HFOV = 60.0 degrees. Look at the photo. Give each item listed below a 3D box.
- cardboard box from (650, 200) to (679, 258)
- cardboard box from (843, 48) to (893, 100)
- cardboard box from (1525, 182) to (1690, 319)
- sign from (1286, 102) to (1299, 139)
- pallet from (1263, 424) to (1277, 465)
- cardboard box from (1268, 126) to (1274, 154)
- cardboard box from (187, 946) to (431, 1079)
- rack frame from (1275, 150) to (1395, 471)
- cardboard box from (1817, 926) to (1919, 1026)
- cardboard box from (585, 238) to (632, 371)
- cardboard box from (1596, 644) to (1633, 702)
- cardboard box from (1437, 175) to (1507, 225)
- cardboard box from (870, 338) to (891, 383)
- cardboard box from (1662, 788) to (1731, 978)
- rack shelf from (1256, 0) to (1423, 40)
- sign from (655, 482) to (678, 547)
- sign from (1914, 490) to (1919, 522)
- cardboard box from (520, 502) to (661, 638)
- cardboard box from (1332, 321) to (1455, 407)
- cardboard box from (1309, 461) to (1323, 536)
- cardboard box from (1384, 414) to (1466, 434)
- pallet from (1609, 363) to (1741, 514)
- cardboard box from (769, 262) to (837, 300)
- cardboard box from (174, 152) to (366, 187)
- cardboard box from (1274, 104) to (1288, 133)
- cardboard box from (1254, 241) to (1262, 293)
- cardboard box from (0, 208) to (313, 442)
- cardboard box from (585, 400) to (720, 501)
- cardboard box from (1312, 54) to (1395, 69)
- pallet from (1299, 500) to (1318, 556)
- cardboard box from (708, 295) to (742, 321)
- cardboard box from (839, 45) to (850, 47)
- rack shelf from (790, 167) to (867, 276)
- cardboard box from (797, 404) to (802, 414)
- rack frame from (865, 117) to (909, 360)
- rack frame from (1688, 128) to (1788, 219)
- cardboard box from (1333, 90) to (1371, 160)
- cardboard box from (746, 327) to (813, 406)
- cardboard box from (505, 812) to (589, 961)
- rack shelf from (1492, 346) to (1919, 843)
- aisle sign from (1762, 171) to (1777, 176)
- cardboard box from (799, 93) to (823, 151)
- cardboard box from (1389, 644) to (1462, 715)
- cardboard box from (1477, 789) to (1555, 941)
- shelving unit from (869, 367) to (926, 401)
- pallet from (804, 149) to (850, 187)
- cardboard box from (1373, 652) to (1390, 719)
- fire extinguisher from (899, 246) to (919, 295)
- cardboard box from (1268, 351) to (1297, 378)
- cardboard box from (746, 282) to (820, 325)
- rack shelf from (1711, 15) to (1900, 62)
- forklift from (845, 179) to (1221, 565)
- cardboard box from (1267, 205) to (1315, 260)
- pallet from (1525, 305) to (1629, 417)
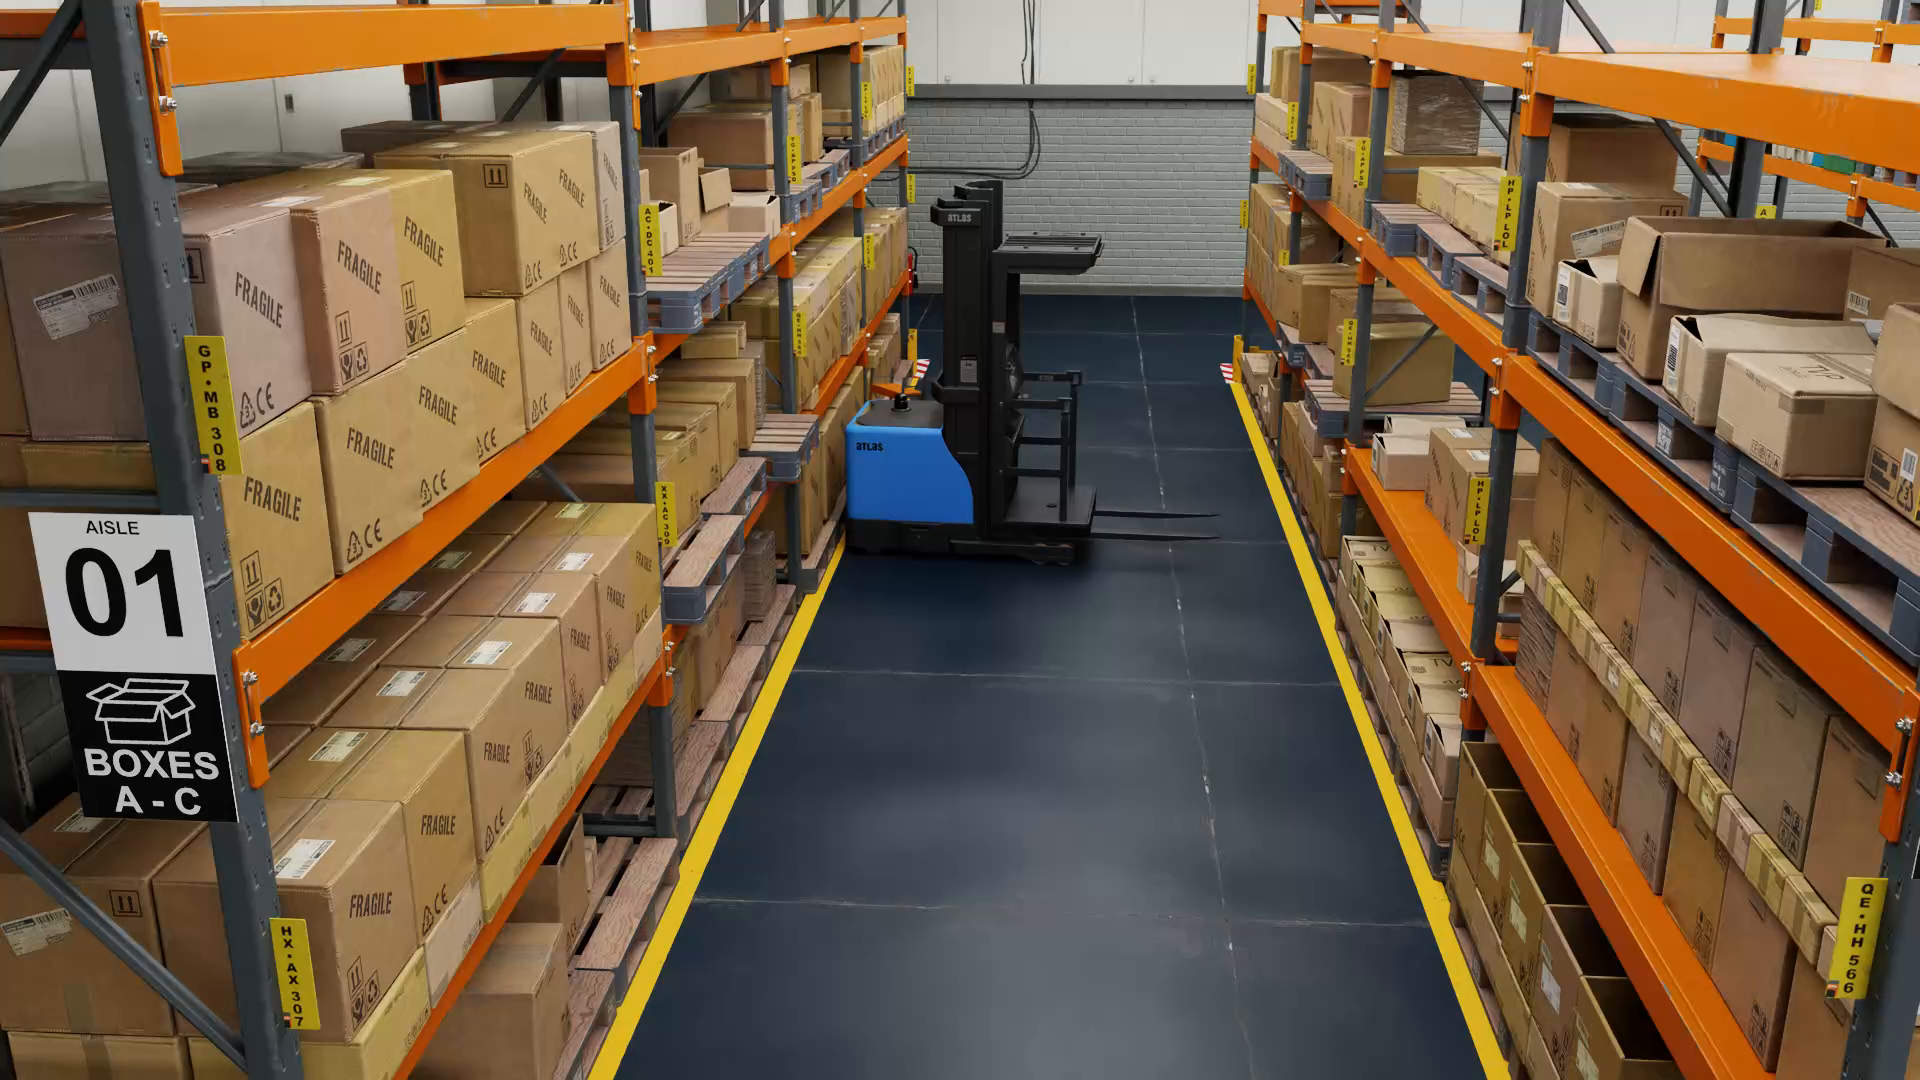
[{"bbox_3d":[-1.811,-1.663,8.834,0.500,0.311,0.500,2,18,6],"label":"cardboard box"},{"bbox_3d":[-0.970,-4.855,17.308,0.500,0.500,0.500,0,18,1],"label":"cardboard box"},{"bbox_3d":[2.668,-1.201,6.893,0.500,0.500,0.500,3,18,8],"label":"cardboard box"},{"bbox_3d":[2.999,-3.778,14.987,0.100,0.325,0.005,1,18,4],"label":"sign"},{"bbox_3d":[3.591,-0.985,16.590,1.003,0.211,1.213,1,18,4],"label":"pallet"},{"bbox_3d":[3.424,-4.074,16.961,0.500,0.250,0.500,1,18,4],"label":"cardboard box"},{"bbox_3d":[-1.909,1.438,4.926,0.500,0.250,0.500,1,18,2],"label":"cardboard box"},{"bbox_3d":[3.541,-2.097,15.505,1.000,3.000,0.127,1,18,4],"label":"rack frame"},{"bbox_3d":[2.518,1.152,4.389,0.380,0.149,0.250,1,18,3],"label":"cardboard box"},{"bbox_3d":[-1.764,-1.041,7.272,0.500,0.500,0.500,2,18,5],"label":"cardboard box"},{"bbox_3d":[2.666,0.512,6.342,0.380,0.149,0.250,1,18,2],"label":"cardboard box"},{"bbox_3d":[3.258,-2.103,10.272,0.500,0.250,0.500,2,18,5],"label":"cardboard box"},{"bbox_3d":[-1.136,-1.929,18.332,0.700,0.500,0.500,1,18,2],"label":"cardboard box"},{"bbox_3d":[2.801,1.121,5.525,0.700,0.500,0.500,1,18,4],"label":"cardboard box"},{"bbox_3d":[3.684,-5.225,16.579,1.077,0.370,4.000,1,18,4],"label":"rack shelf"},{"bbox_3d":[-1.432,-0.123,8.091,0.100,0.325,0.005,1,18,4],"label":"sign"},{"bbox_3d":[2.140,-0.195,3.588,0.100,0.325,0.005,1,18,4],"label":"sign"},{"bbox_3d":[-1.700,0.138,7.690,0.500,0.500,0.500,1,18,4],"label":"cardboard box"},{"bbox_3d":[3.187,-1.300,12.237,0.700,0.500,0.500,-5,19,-15],"label":"cardboard box"},{"bbox_3d":[3.124,-0.332,13.427,0.500,0.500,0.500,1,18,2],"label":"cardboard box"},{"bbox_3d":[3.184,-0.700,11.385,0.500,0.311,0.500,2,18,7],"label":"cardboard box"},{"bbox_3d":[2.842,-0.352,5.505,1.003,0.211,1.213,1,18,4],"label":"pallet"},{"bbox_3d":[-1.298,-2.135,13.746,0.500,0.250,0.500,1,18,3],"label":"cardboard box"},{"bbox_3d":[-2.362,-1.055,5.709,0.500,0.500,0.500,1,18,4],"label":"cardboard box"},{"bbox_3d":[3.382,-4.156,16.410,0.500,0.250,0.500,1,18,4],"label":"cardboard box"},{"bbox_3d":[3.462,-2.938,17.913,0.500,0.500,0.500,1,18,4],"label":"cardboard box"},{"bbox_3d":[-1.991,-0.551,4.172,0.500,0.500,0.500,0,18,0],"label":"cardboard box"},{"bbox_3d":[-1.840,-0.514,9.807,0.700,0.500,0.500,4,19,11],"label":"cardboard box"},{"bbox_3d":[3.715,-4.349,15.794,0.700,0.500,0.500,1,18,4],"label":"cardboard box"},{"bbox_3d":[3.435,-0.138,14.006,1.003,0.211,1.213,1,18,4],"label":"pallet"},{"bbox_3d":[-1.914,-1.665,12.313,0.500,0.250,0.500,2,18,5],"label":"cardboard box"},{"bbox_3d":[-1.407,-5.185,18.313,0.500,0.500,0.500,1,18,2],"label":"cardboard box"},{"bbox_3d":[-1.544,-2.669,13.588,1.077,0.370,4.000,1,18,4],"label":"rack shelf"},{"bbox_3d":[-1.406,-1.029,12.618,0.380,0.149,0.250,2,18,5],"label":"cardboard box"},{"bbox_3d":[-1.114,-3.448,19.630,1.000,3.000,0.127,1,18,4],"label":"rack frame"},{"bbox_3d":[8.768,-3.227,18.955,1.000,3.000,0.127,1,18,4],"label":"rack frame"},{"bbox_3d":[3.338,-3.248,13.204,0.600,0.600,0.600,1,18,2],"label":"cardboard box"},{"bbox_3d":[-1.397,-1.307,12.425,0.500,0.500,0.500,2,18,6],"label":"cardboard box"},{"bbox_3d":[-2.009,1.581,7.590,0.500,0.500,0.500,0,18,0],"label":"cardboard box"},{"bbox_3d":[2.824,-0.075,5.671,1.077,0.370,4.000,1,18,4],"label":"rack shelf"},{"bbox_3d":[9.065,-4.479,18.599,0.394,0.787,0.004,1,18,4],"label":"aisle sign"},{"bbox_3d":[-1.573,-3.617,14.461,0.700,0.500,0.500,0,18,1],"label":"cardboard box"},{"bbox_3d":[2.779,0.780,9.567,0.500,0.311,0.500,1,18,4],"label":"cardboard box"},{"bbox_3d":[2.594,1.431,7.275,0.500,0.500,0.500,1,18,4],"label":"cardboard box"},{"bbox_3d":[-0.585,-0.888,14.671,0.258,1.200,0.503,-7,18,-36],"label":"shelving unit"},{"bbox_3d":[-1.417,-3.255,14.529,0.805,0.209,1.217,1,18,2],"label":"pallet"},{"bbox_3d":[2.820,0.886,10.144,0.500,0.250,0.500,2,18,5],"label":"cardboard box"},{"bbox_3d":[-0.643,-3.271,19.812,0.296,0.674,0.183,1,18,4],"label":"fire extinguisher"},{"bbox_3d":[3.670,-1.703,17.606,0.797,0.503,0.637,1,18,4],"label":"cardboard box"},{"bbox_3d":[-1.360,-1.821,12.788,0.500,0.250,0.500,1,18,3],"label":"cardboard box"},{"bbox_3d":[8.624,-4.925,16.300,1.077,0.370,4.000,1,18,4],"label":"rack shelf"},{"bbox_3d":[0.622,-1.367,13.387,3.031,2.935,1.130,2,18,7],"label":"forklift"},{"bbox_3d":[3.389,-3.098,16.794,0.500,0.500,0.500,1,18,4],"label":"cardboard box"},{"bbox_3d":[2.932,-0.730,6.658,1.003,0.211,1.213,1,18,4],"label":"pallet"}]
